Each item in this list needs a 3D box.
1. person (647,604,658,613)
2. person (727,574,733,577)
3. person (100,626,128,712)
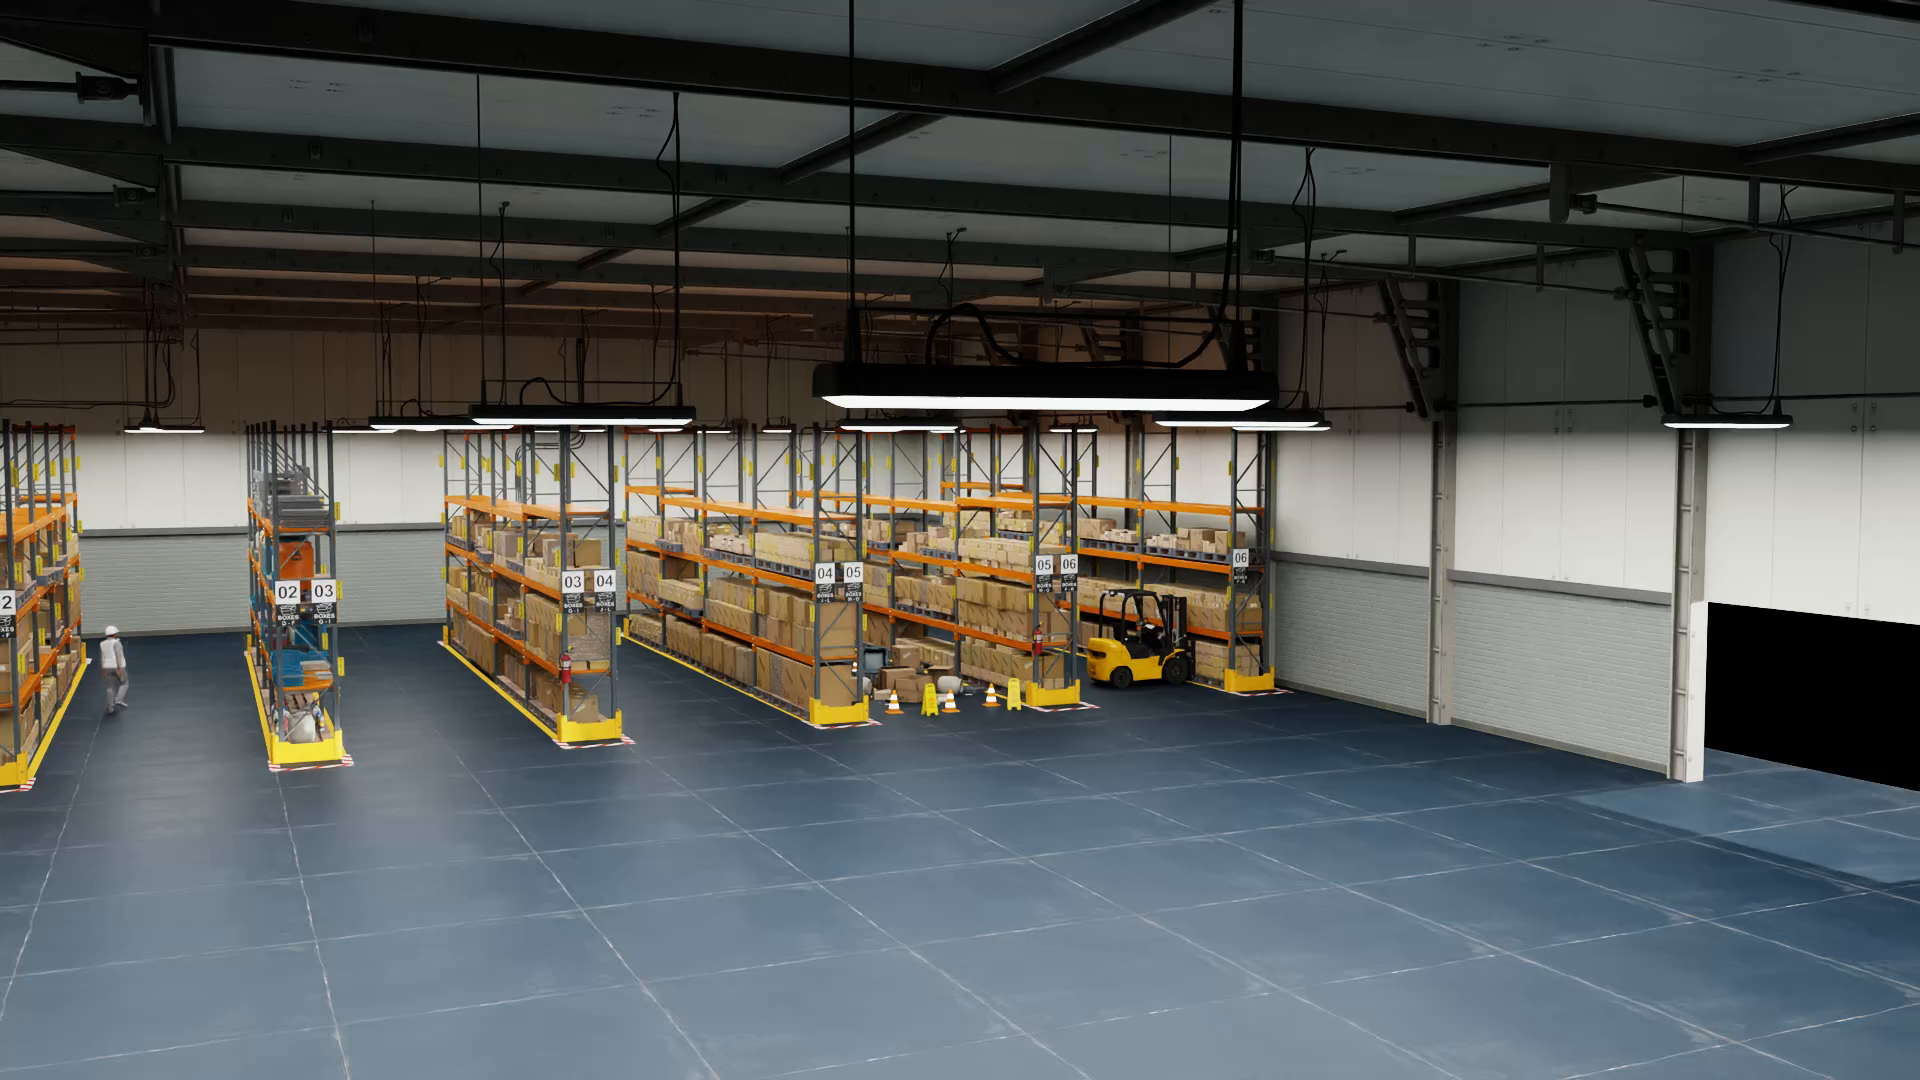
[{"bbox_3d":[-9.464,1.619,51.687,0.543,1.711,0.525,1,4,19],"label":"person"},{"bbox_3d":[-6.819,1.808,49.389,0.817,1.627,0.505,-1,4,-22],"label":"person"},{"bbox_3d":[-17.601,2.670,34.561,0.565,1.761,0.470,-1,4,-8],"label":"person"}]
